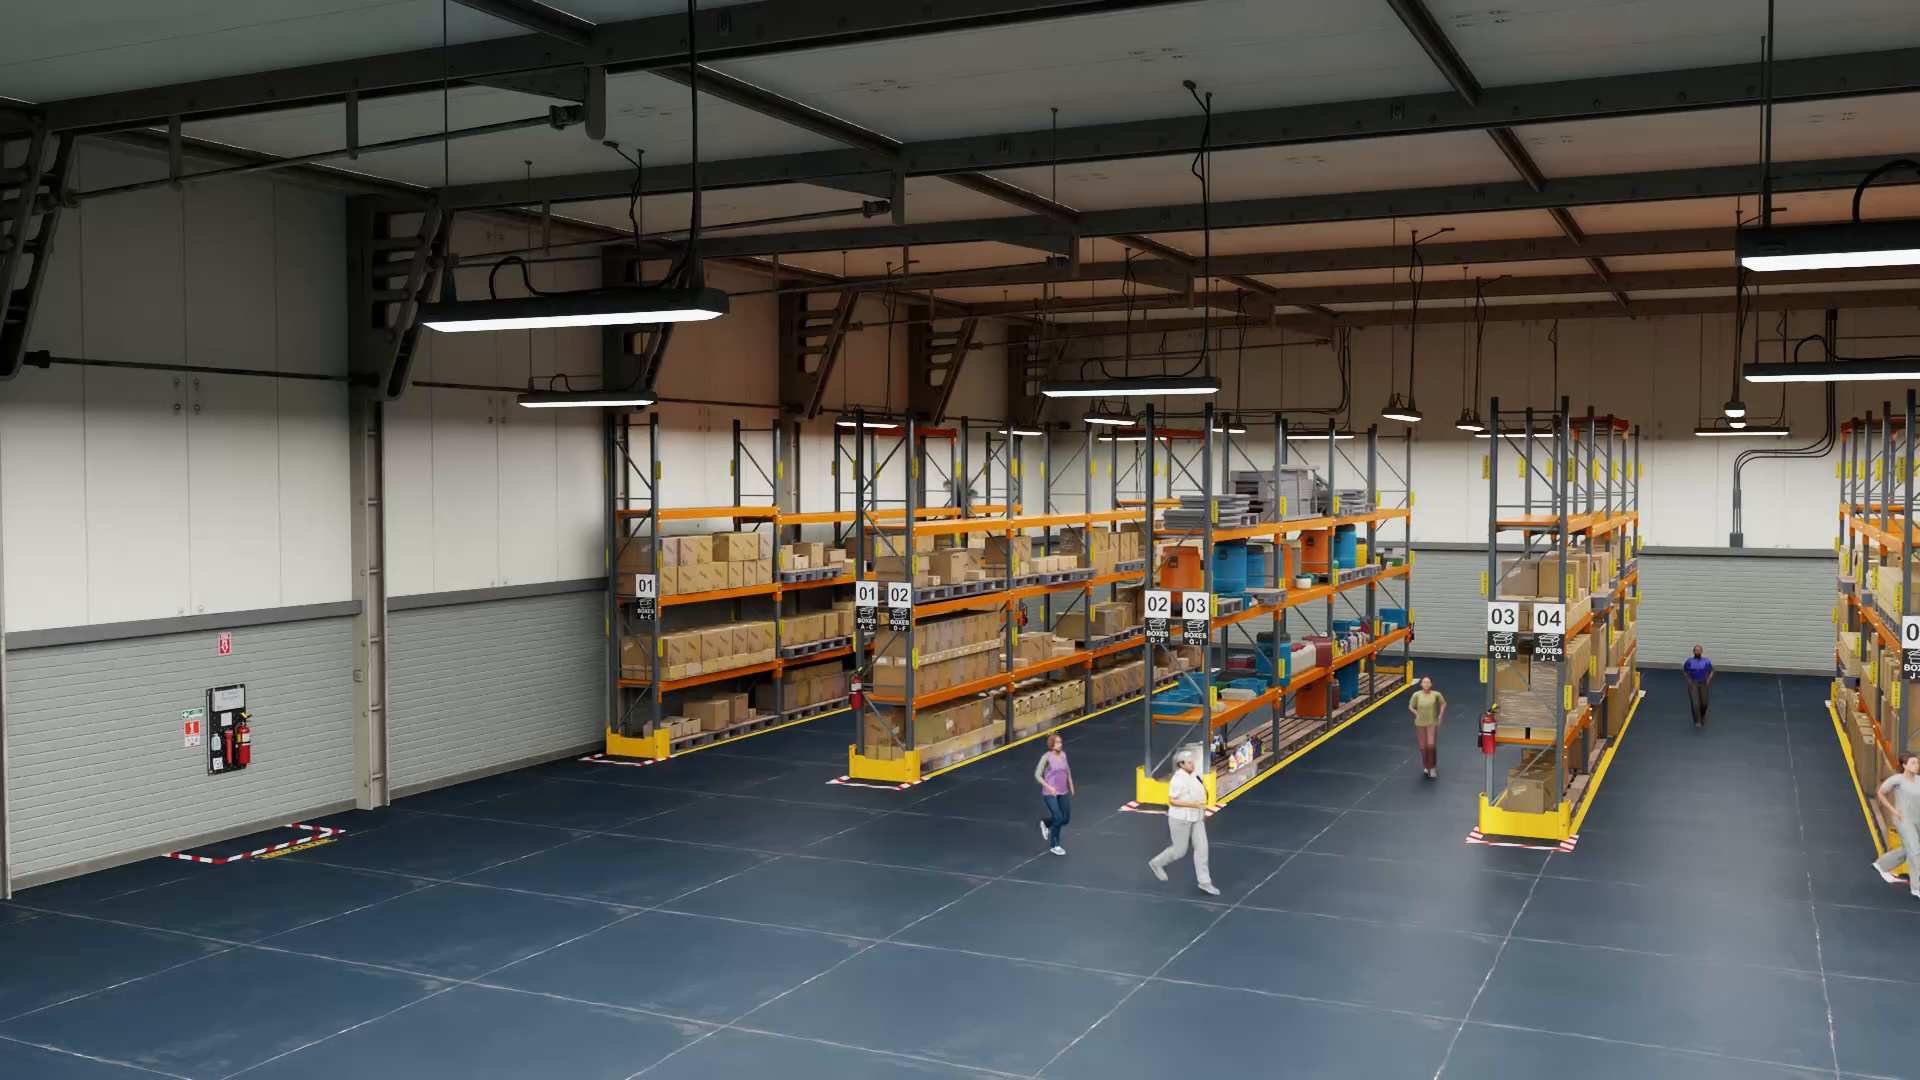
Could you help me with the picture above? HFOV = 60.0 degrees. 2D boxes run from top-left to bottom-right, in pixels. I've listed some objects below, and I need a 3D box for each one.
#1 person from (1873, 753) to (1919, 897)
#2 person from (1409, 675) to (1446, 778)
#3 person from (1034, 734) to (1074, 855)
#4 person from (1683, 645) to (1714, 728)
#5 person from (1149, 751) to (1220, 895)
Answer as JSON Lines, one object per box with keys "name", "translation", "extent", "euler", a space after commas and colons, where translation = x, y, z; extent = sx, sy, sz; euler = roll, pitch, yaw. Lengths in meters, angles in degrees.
{"name": "person", "translation": [11.138, 3.323, 19.596], "extent": [0.591, 1.662, 0.882], "euler": [-1, 3, -18]}
{"name": "person", "translation": [7.598, 3.036, 27.100], "extent": [0.569, 1.664, 0.653], "euler": [1, 3, 23]}
{"name": "person", "translation": [1.201, 3.306, 21.770], "extent": [0.583, 1.554, 0.575], "euler": [-2, 3, -36]}
{"name": "person", "translation": [14.285, 2.839, 32.180], "extent": [0.550, 1.610, 0.544], "euler": [1, 3, 23]}
{"name": "person", "translation": [2.675, 3.330, 19.755], "extent": [0.921, 1.667, 0.609], "euler": [2, 3, 42]}
